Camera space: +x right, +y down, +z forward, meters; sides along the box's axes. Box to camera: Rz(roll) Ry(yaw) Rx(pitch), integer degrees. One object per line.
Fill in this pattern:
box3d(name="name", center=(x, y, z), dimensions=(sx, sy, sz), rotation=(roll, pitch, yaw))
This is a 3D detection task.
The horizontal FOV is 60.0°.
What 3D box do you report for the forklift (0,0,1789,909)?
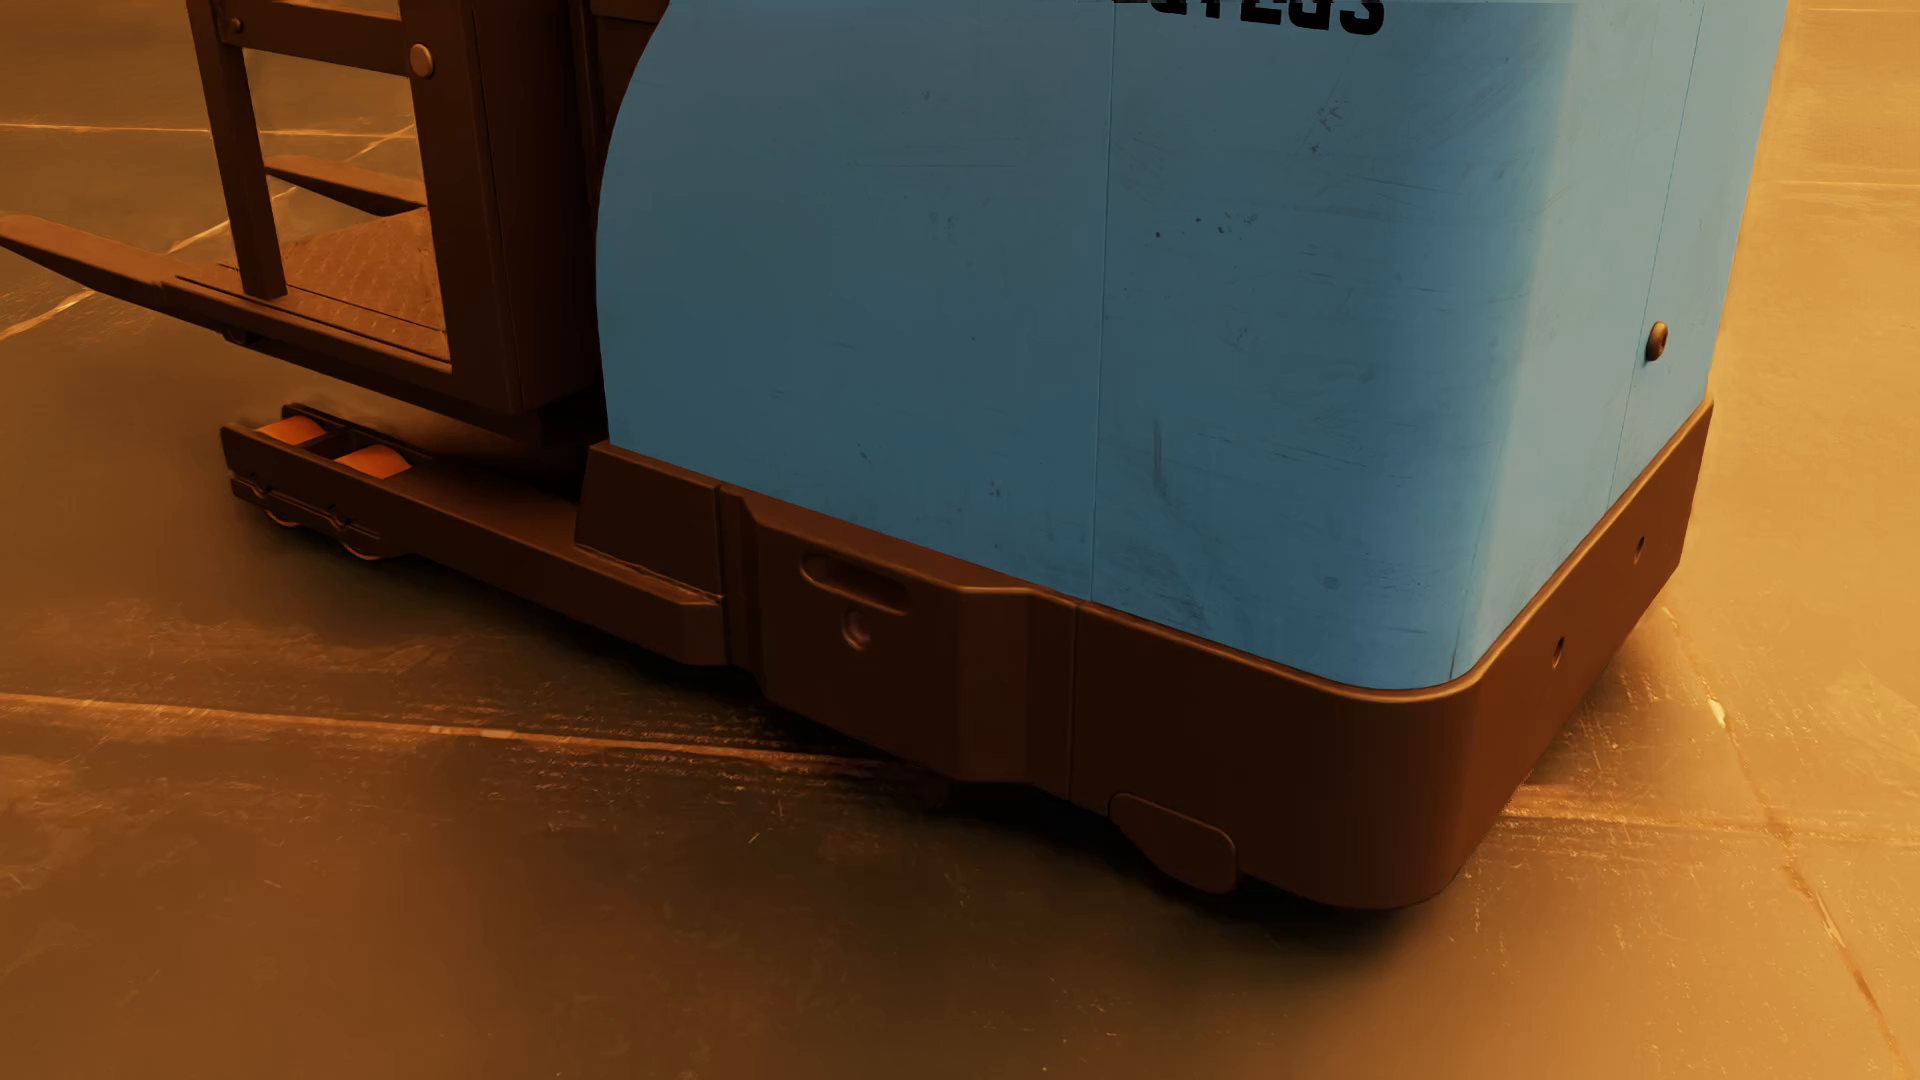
box3d(name="forklift", center=(-0.498, -1.453, 2.130), dimensions=(3.031, 2.935, 1.130), rotation=(18, 32, 32))
